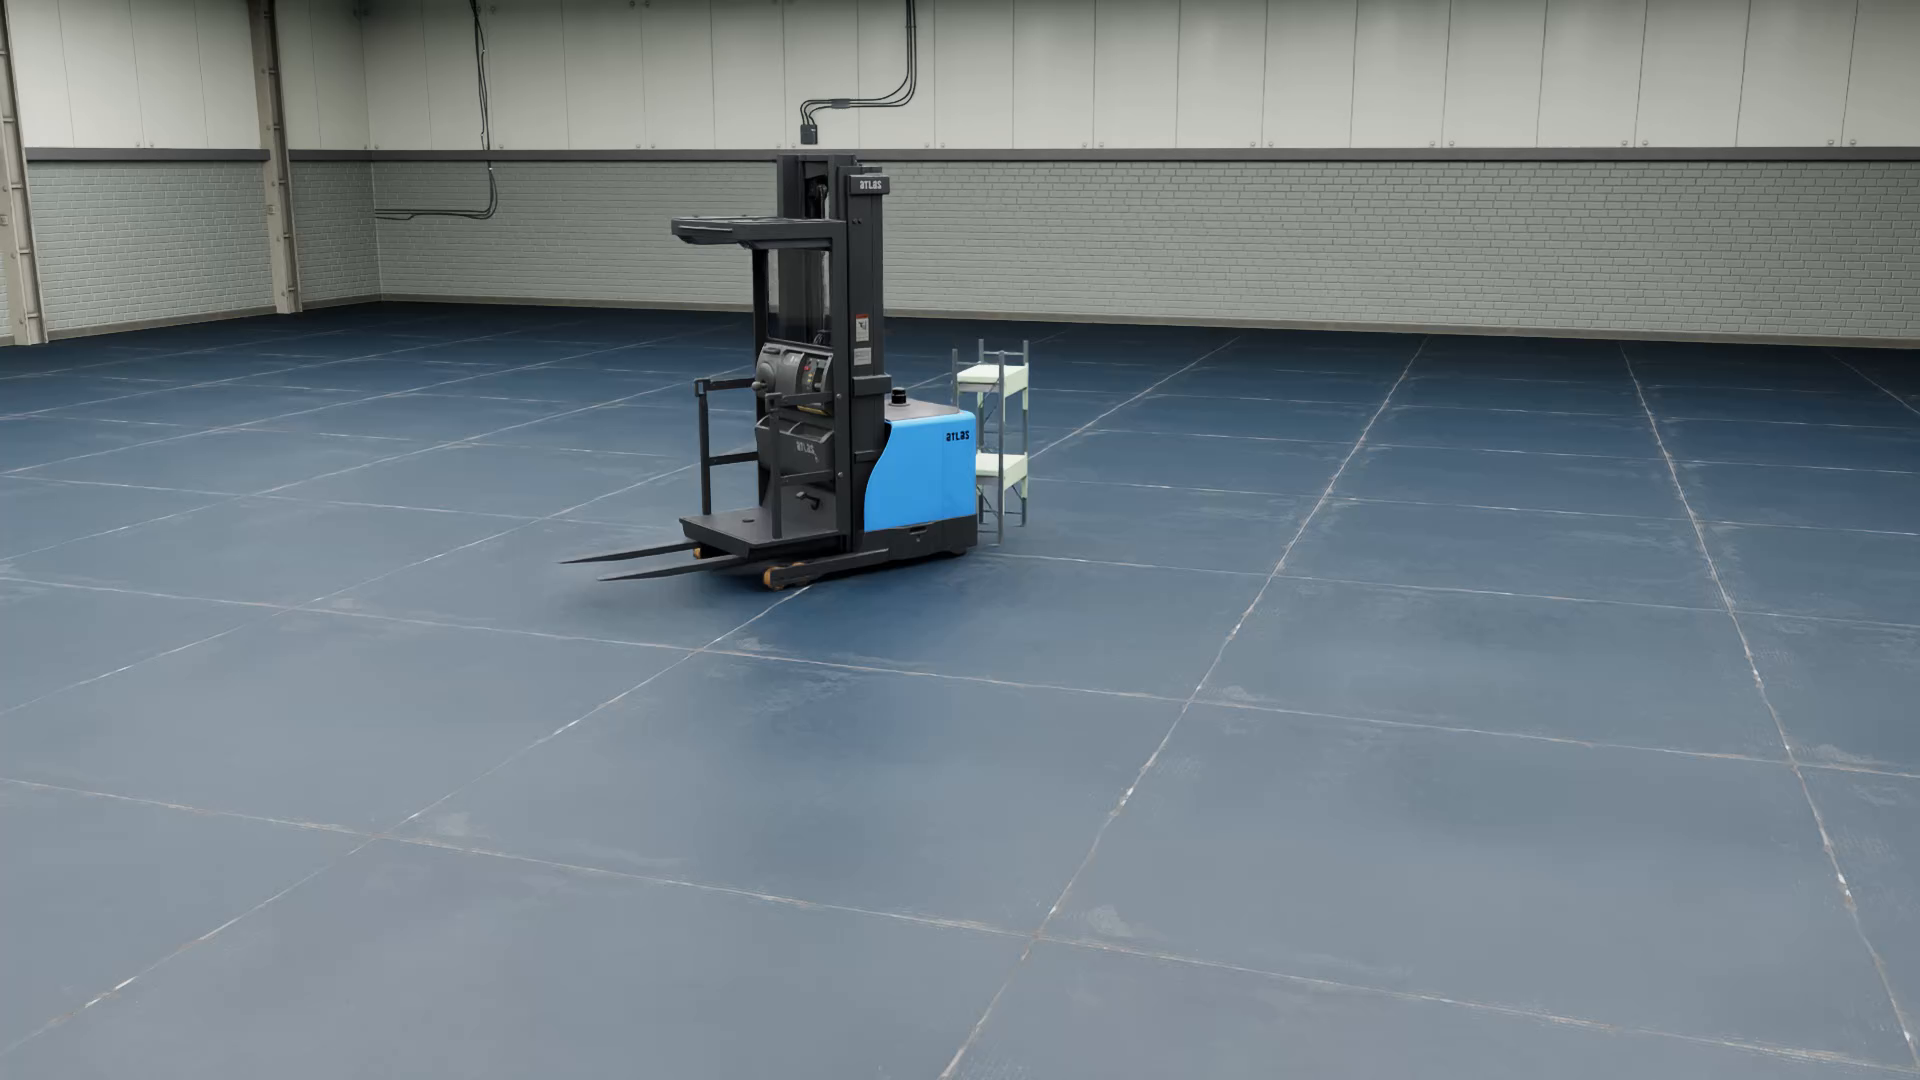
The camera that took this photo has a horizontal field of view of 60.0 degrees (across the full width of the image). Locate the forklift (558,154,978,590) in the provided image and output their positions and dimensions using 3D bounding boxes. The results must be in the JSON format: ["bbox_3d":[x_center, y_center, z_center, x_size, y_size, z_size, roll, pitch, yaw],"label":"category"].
[{"bbox_3d":[-1.346,-1.214,11.722,3.031,2.935,1.130,-10,16,-36],"label":"forklift"}]

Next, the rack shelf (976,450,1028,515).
[{"bbox_3d":[0.240,-0.460,13.098,0.431,0.370,0.720,4,13,16],"label":"rack shelf"}]

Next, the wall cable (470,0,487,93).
[{"bbox_3d":[-8.322,-10.106,32.669,3.097,2.526,0.112,4,14,18],"label":"wall cable"}]

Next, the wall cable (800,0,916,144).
[{"bbox_3d":[-1.904,-10.323,30.351,2.305,6.003,0.169,4,14,18],"label":"wall cable"}]

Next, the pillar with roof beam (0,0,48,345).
[{"bbox_3d":[-10.954,-7.254,24.546,9.100,9.000,0.400,4,14,18],"label":"pillar with roof beam"}]

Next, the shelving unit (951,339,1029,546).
[{"bbox_3d":[0.240,-0.778,13.026,0.431,1.500,0.755,4,13,16],"label":"shelving unit"}]

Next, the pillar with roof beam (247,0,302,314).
[{"bbox_3d":[-9.013,-8.517,30.081,9.100,9.000,0.400,4,14,18],"label":"pillar with roof beam"}]

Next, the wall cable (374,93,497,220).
[{"bbox_3d":[-10.882,-7.838,34.085,3.097,2.526,0.112,4,14,18],"label":"wall cable"}]

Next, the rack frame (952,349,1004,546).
[{"bbox_3d":[0.136,-0.700,12.684,0.400,1.500,0.023,4,13,16],"label":"rack frame"}]

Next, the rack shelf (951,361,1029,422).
[{"bbox_3d":[0.240,-1.158,12.939,0.431,0.370,0.720,4,13,16],"label":"rack shelf"}]

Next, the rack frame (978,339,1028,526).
[{"bbox_3d":[0.345,-0.856,13.368,0.400,1.500,0.023,4,13,16],"label":"rack frame"}]
